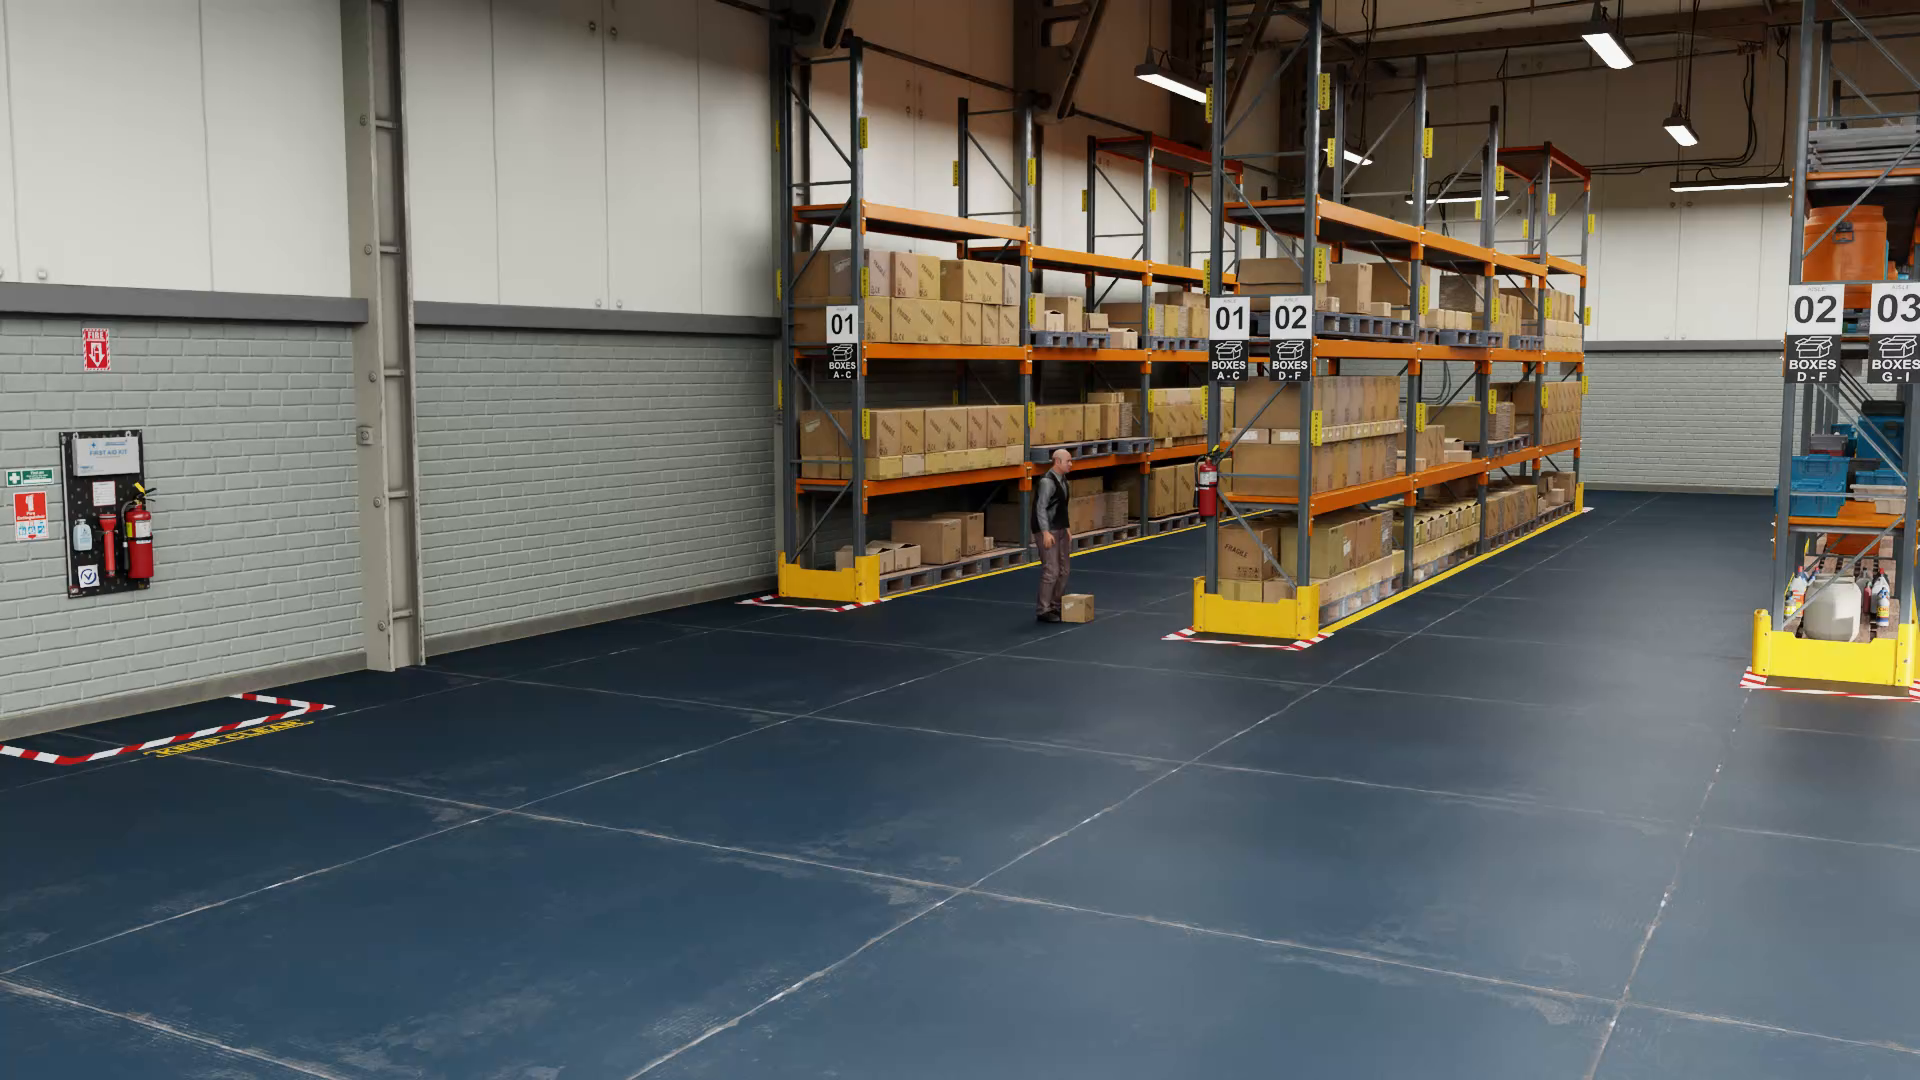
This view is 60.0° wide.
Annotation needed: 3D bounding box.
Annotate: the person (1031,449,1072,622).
[{"bbox_3d":[0.936,-0.058,16.802,0.413,1.721,0.581,3,7,28],"label":"person"}]
